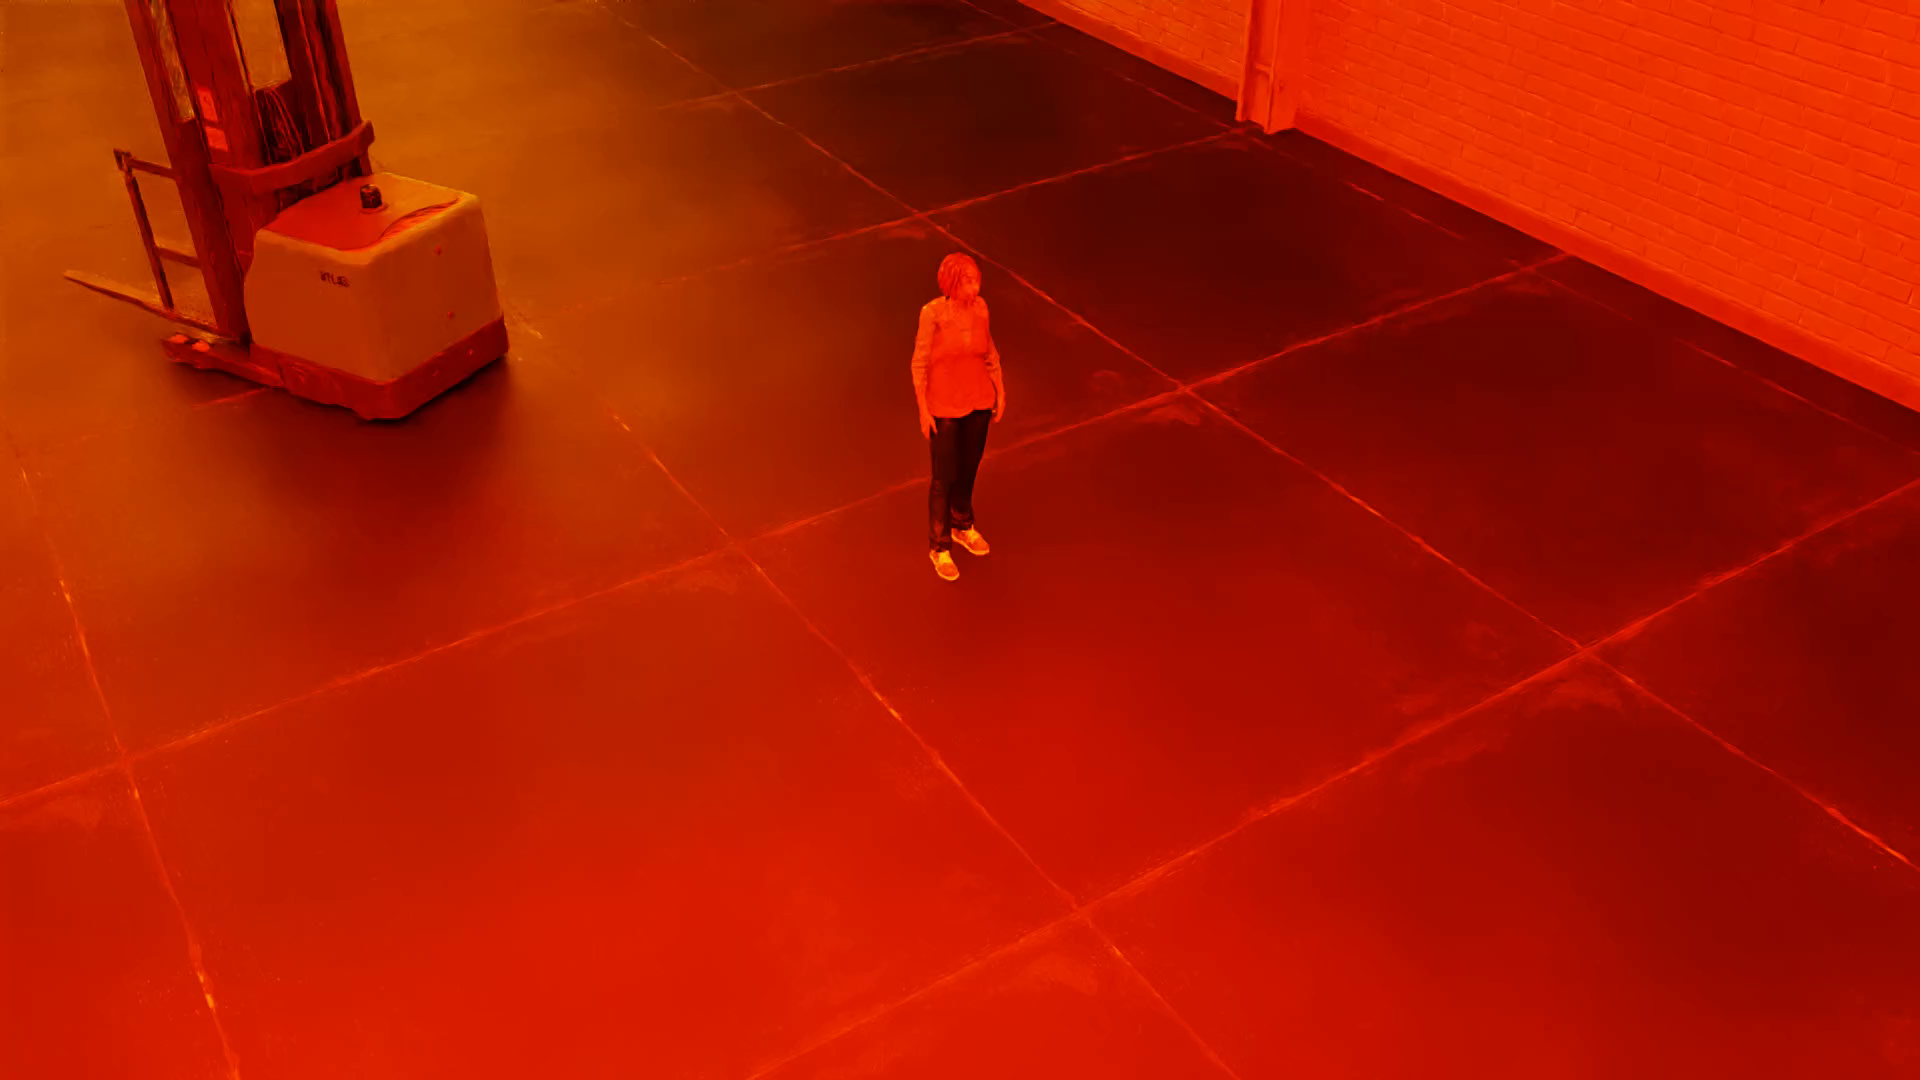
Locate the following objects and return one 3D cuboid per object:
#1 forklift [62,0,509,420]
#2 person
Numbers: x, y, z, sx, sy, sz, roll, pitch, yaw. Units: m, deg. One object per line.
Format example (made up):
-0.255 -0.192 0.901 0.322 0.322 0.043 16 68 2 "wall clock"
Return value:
-4.324 -2.494 9.697 3.031 2.935 1.130 17 39 23 "forklift"
0.029 -0.619 8.177 0.520 1.597 0.474 -21 40 -27 "person"
